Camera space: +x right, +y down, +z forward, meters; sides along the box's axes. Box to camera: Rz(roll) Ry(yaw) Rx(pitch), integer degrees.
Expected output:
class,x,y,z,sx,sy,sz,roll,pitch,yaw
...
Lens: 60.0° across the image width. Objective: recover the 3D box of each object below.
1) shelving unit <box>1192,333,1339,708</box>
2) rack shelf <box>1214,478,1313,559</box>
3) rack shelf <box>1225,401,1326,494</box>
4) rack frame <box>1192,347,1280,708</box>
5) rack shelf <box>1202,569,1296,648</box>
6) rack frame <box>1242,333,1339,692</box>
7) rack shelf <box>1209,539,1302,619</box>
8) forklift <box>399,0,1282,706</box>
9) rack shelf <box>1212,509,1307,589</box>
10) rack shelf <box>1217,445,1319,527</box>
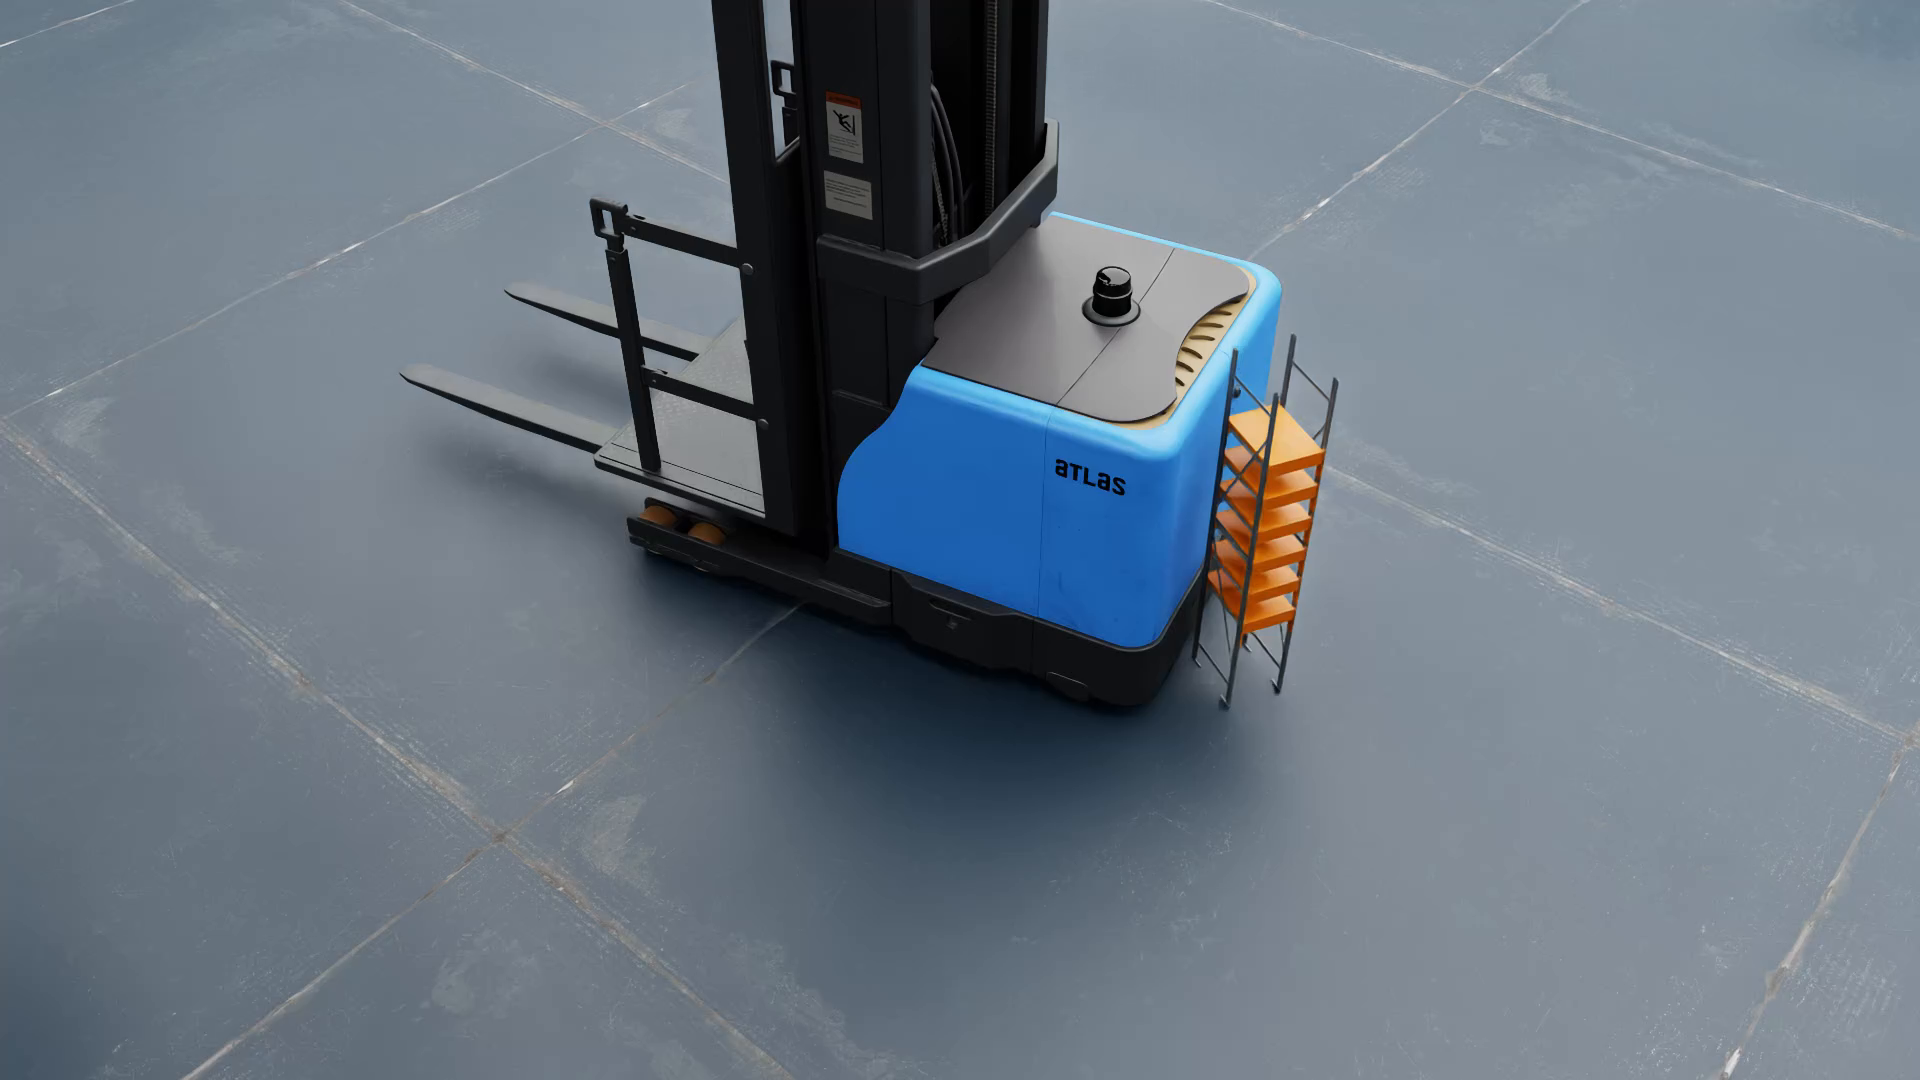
class,x,y,z,sx,sy,sz,roll,pitch,yaw
shelving unit,0.877,-0.026,4.882,0.189,1.200,0.258,-15,44,-17
rack shelf,0.877,-0.082,4.832,0.180,0.103,0.258,-15,44,-17
rack shelf,0.878,-0.263,4.674,0.180,0.103,0.258,-15,44,-17
rack frame,0.792,-0.003,4.856,0.006,1.200,0.240,-15,44,-17
rack shelf,0.877,0.188,5.070,0.180,0.103,0.258,-15,44,-17
rack frame,0.962,-0.048,4.908,0.006,1.200,0.240,-15,44,-17
rack shelf,0.877,0.098,4.991,0.180,0.103,0.258,-15,44,-17
forklift,-0.556,-1.274,4.972,3.031,2.935,1.130,19,46,19
rack shelf,0.877,0.008,4.911,0.180,0.103,0.258,-15,44,-17
rack shelf,0.878,-0.172,4.753,0.180,0.103,0.258,-15,44,-17
